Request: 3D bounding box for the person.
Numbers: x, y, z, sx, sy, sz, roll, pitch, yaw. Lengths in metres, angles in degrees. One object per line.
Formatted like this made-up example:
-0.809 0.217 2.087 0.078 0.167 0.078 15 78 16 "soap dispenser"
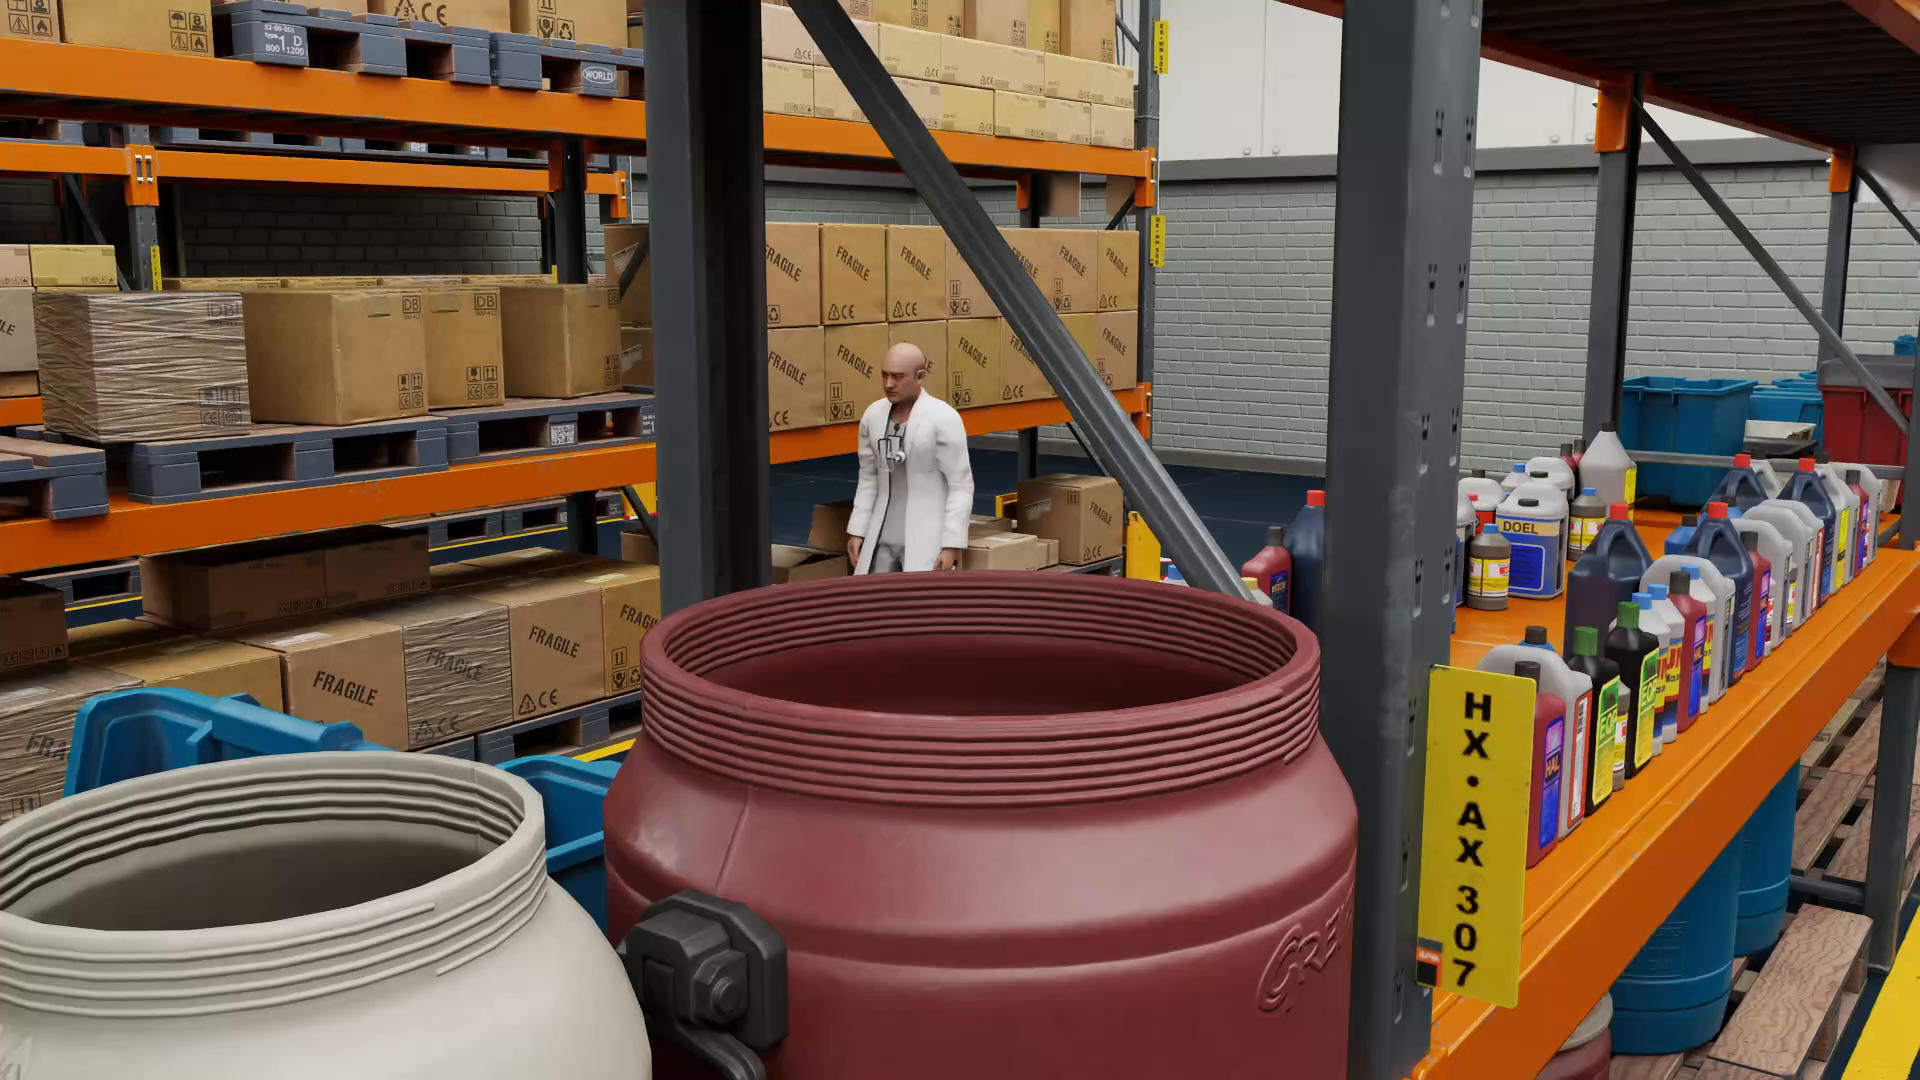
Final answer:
-0.234 0.022 7.309 0.640 1.773 0.424 7 12 35 "person"
